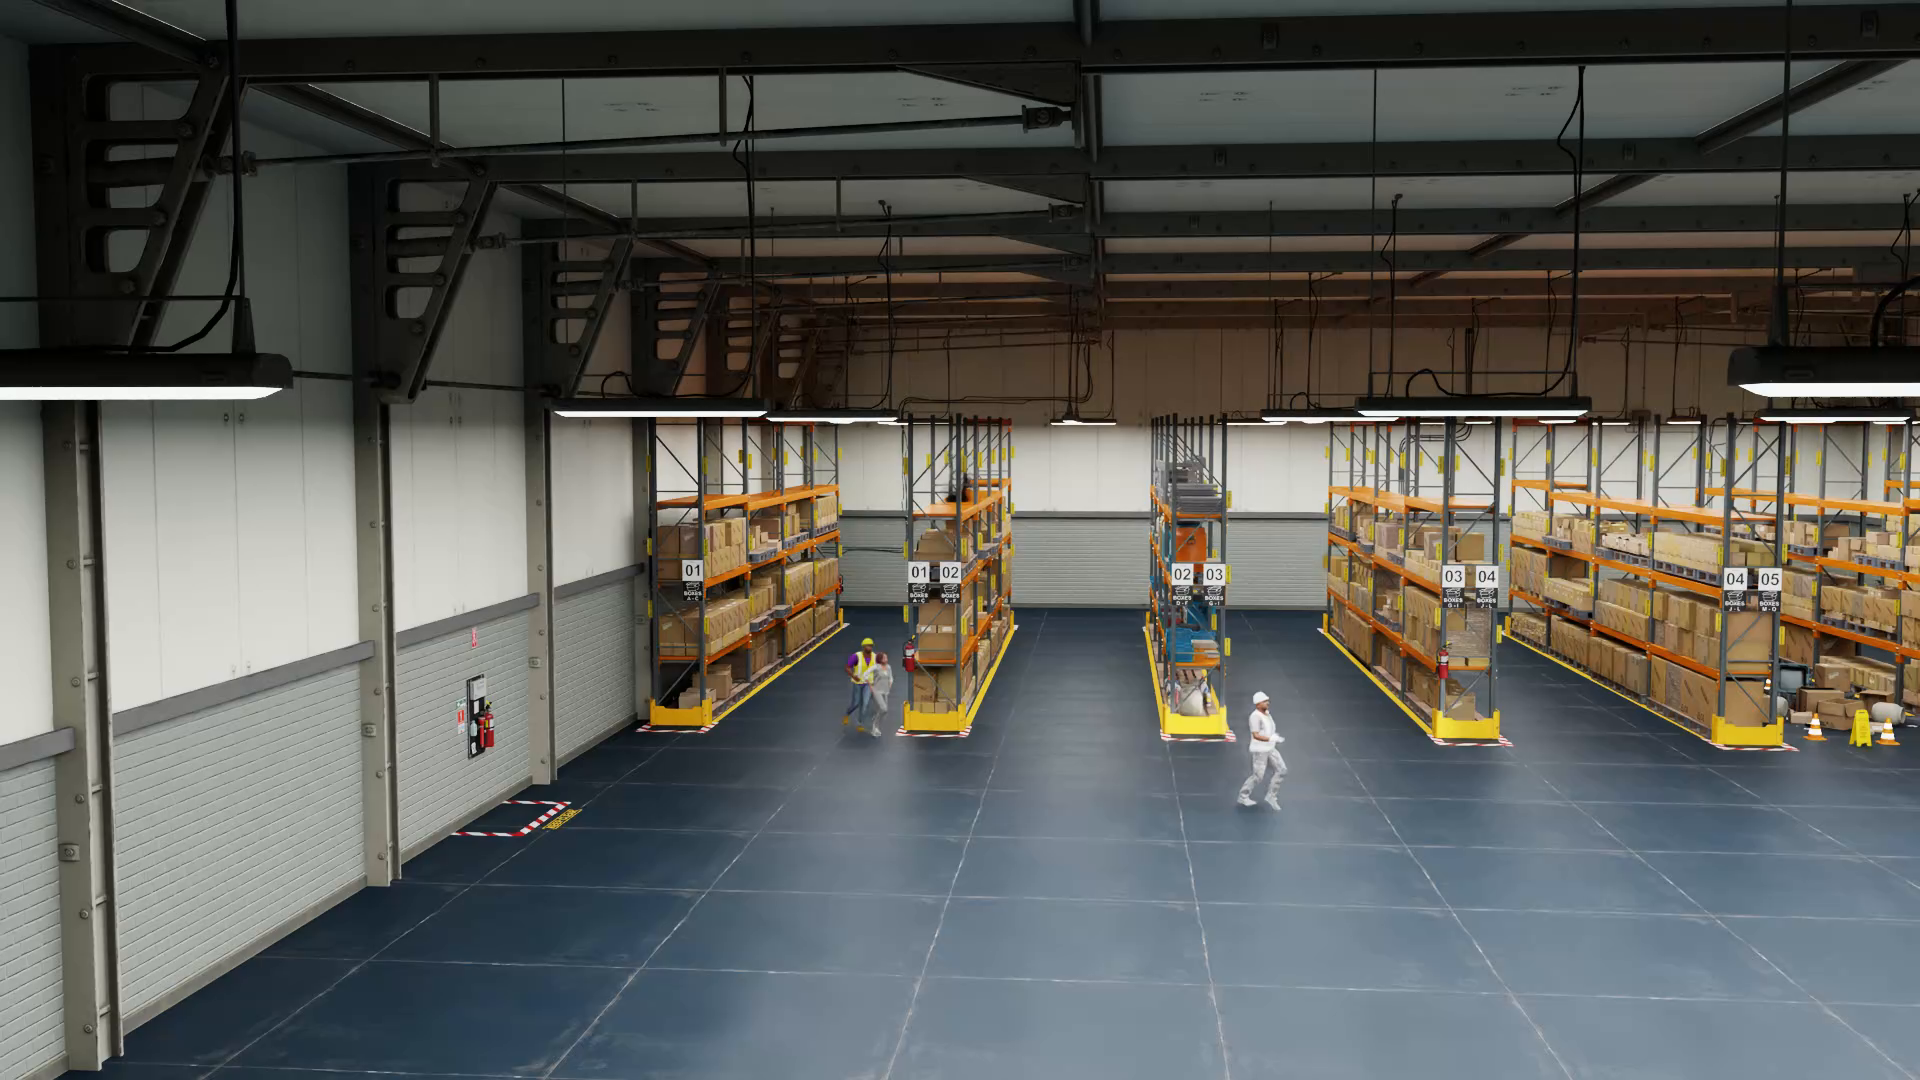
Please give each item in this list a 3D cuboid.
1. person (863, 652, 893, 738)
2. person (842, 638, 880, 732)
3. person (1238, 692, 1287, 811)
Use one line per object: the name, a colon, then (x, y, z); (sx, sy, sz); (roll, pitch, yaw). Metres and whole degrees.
person: (-1.478, 2.857, 30.809); (0.545, 1.583, 0.584); (-3, 5, -39)
person: (-1.807, 2.732, 31.578); (0.759, 1.739, 0.837); (-2, 4, -22)
person: (4.556, 3.174, 24.964); (0.743, 1.806, 0.692); (3, 5, 34)
